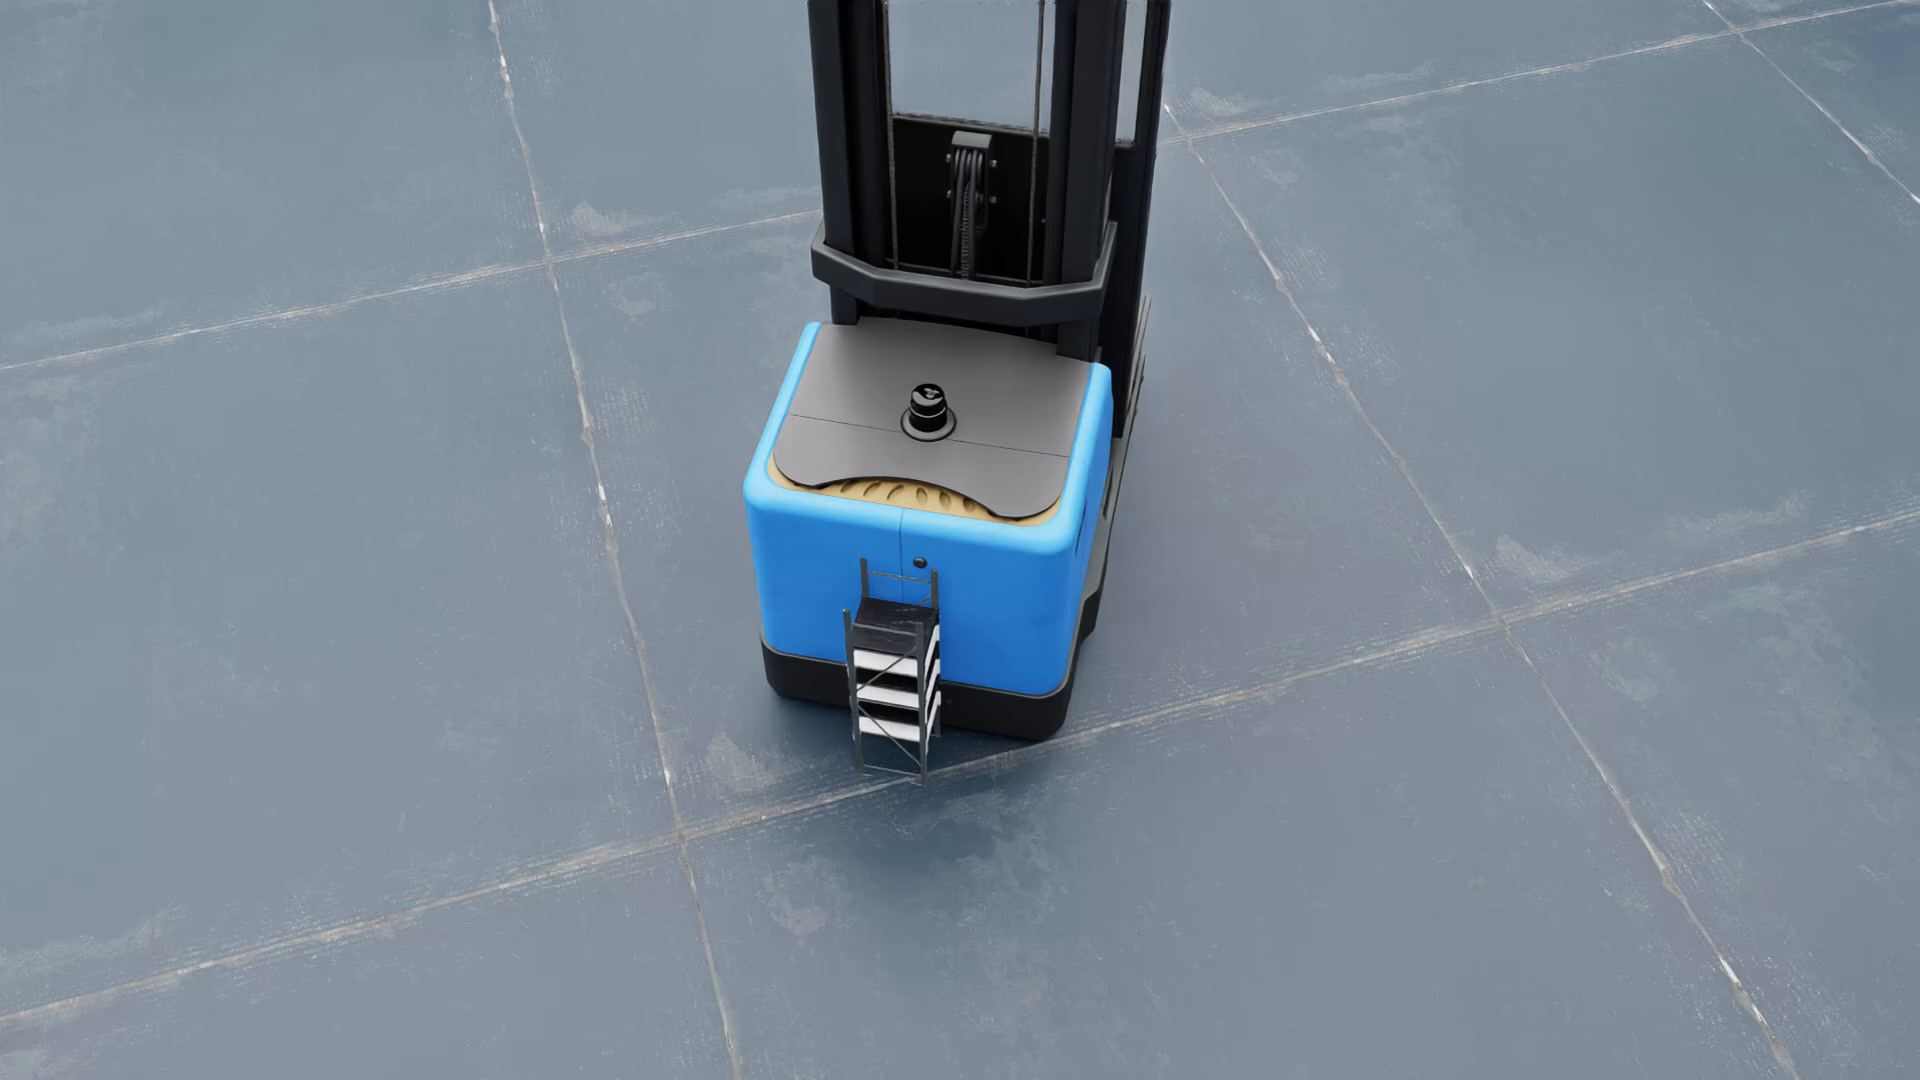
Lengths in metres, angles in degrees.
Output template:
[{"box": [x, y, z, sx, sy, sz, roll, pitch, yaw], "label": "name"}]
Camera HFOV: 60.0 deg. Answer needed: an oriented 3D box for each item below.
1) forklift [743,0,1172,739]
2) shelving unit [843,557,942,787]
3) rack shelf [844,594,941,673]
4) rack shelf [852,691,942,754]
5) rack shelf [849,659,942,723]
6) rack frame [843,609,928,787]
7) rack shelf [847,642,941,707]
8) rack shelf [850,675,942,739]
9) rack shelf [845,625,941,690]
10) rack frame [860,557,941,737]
[{"box": [0.134, -1.429, 5.538, 1.130, 2.935, 3.031, 9, 50, 8], "label": "forklift"}, {"box": [-0.206, 0.439, 5.291, 0.258, 0.900, 0.210, 9, 50, 8], "label": "shelving unit"}, {"box": [-0.206, 0.287, 5.110, 0.258, 0.077, 0.200, 9, 50, 8], "label": "rack shelf"}, {"box": [-0.206, 0.577, 5.454, 0.258, 0.077, 0.200, 9, 50, 8], "label": "rack shelf"}, {"box": [-0.206, 0.461, 5.316, 0.258, 0.077, 0.200, 9, 50, 8], "label": "rack shelf"}, {"box": [-0.227, 0.516, 5.227, 0.240, 0.900, 0.006, 9, 50, 8], "label": "rack frame"}, {"box": [-0.206, 0.403, 5.248, 0.258, 0.077, 0.200, 9, 50, 8], "label": "rack shelf"}, {"box": [-0.206, 0.519, 5.385, 0.258, 0.077, 0.200, 9, 50, 8], "label": "rack shelf"}, {"box": [-0.206, 0.345, 5.179, 0.258, 0.077, 0.200, 9, 50, 8], "label": "rack shelf"}, {"box": [-0.185, 0.363, 5.355, 0.240, 0.900, 0.006, 9, 50, 8], "label": "rack frame"}]
